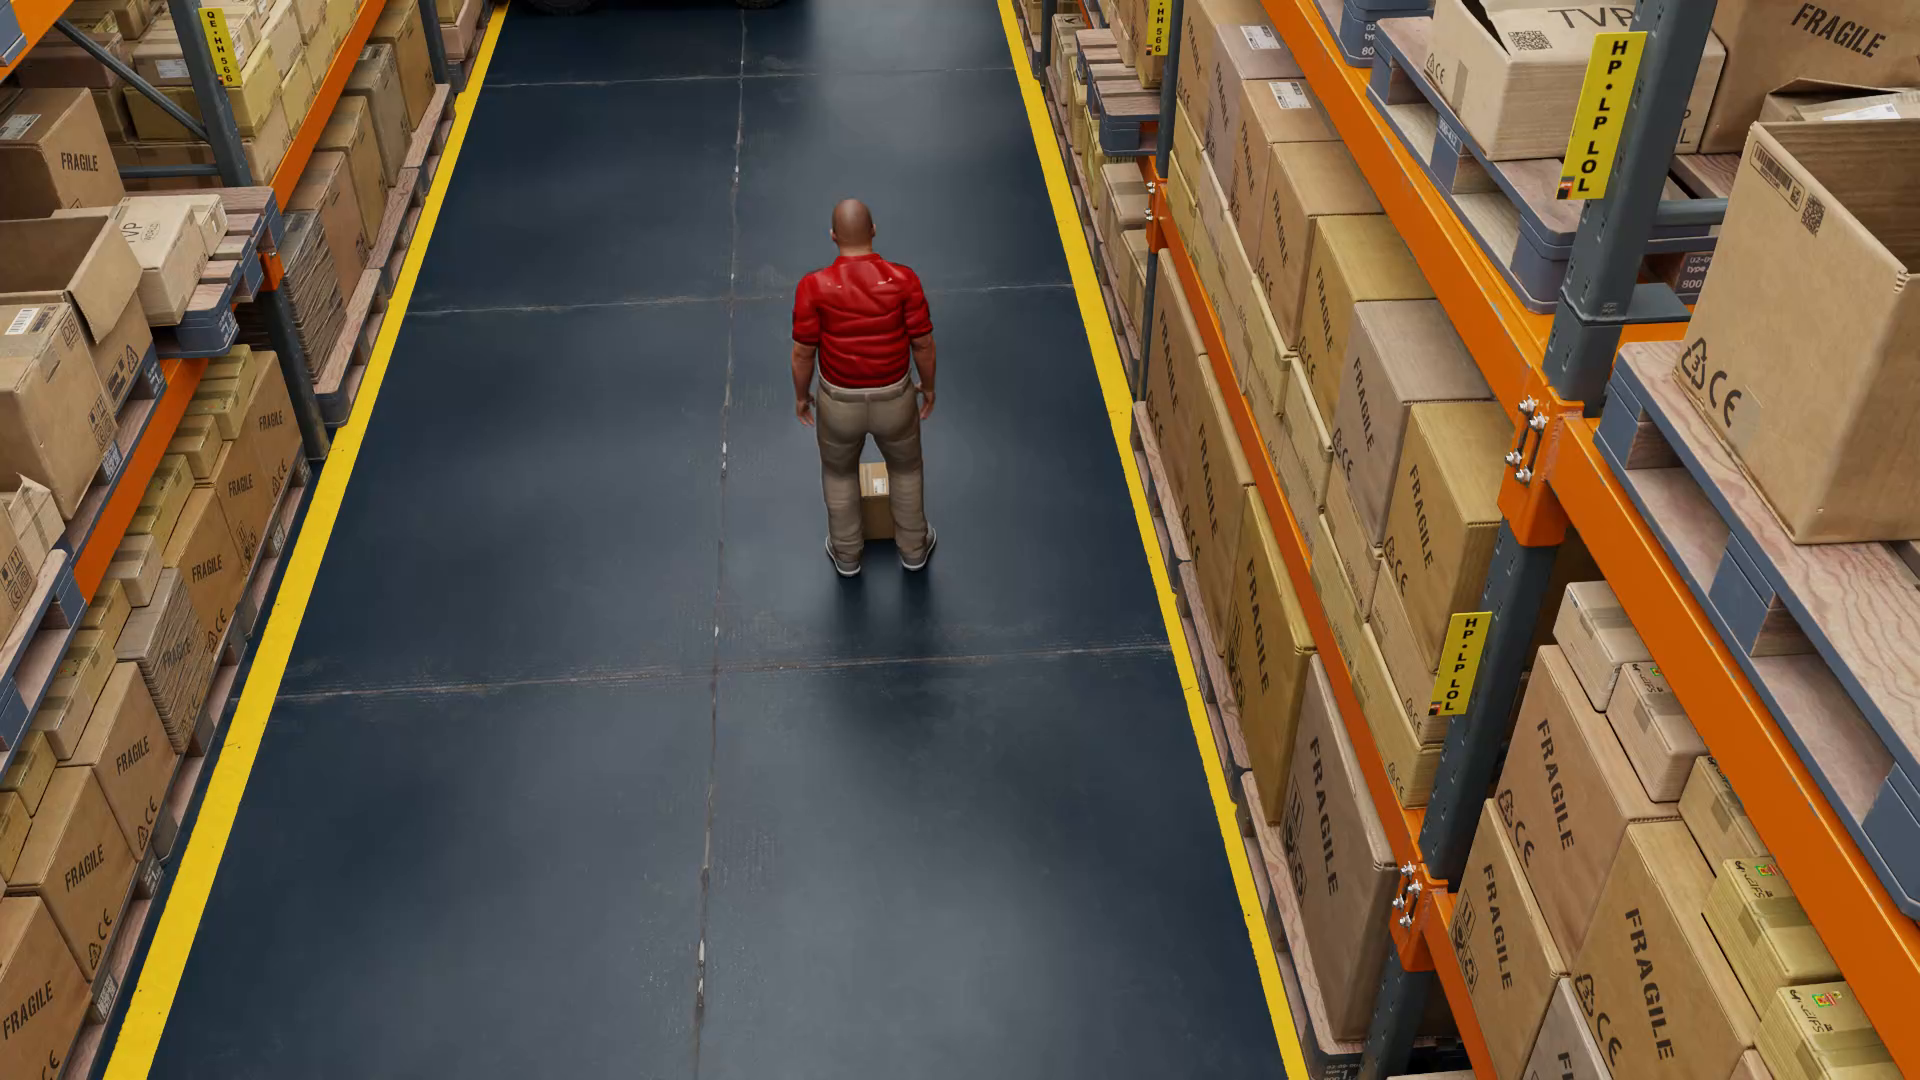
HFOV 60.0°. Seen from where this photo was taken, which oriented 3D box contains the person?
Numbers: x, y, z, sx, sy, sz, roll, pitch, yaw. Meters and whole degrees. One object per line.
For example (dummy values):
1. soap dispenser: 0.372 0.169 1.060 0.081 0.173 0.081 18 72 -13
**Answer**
1. person: -0.390 -0.594 6.902 0.590 1.726 0.388 -4 39 -4
